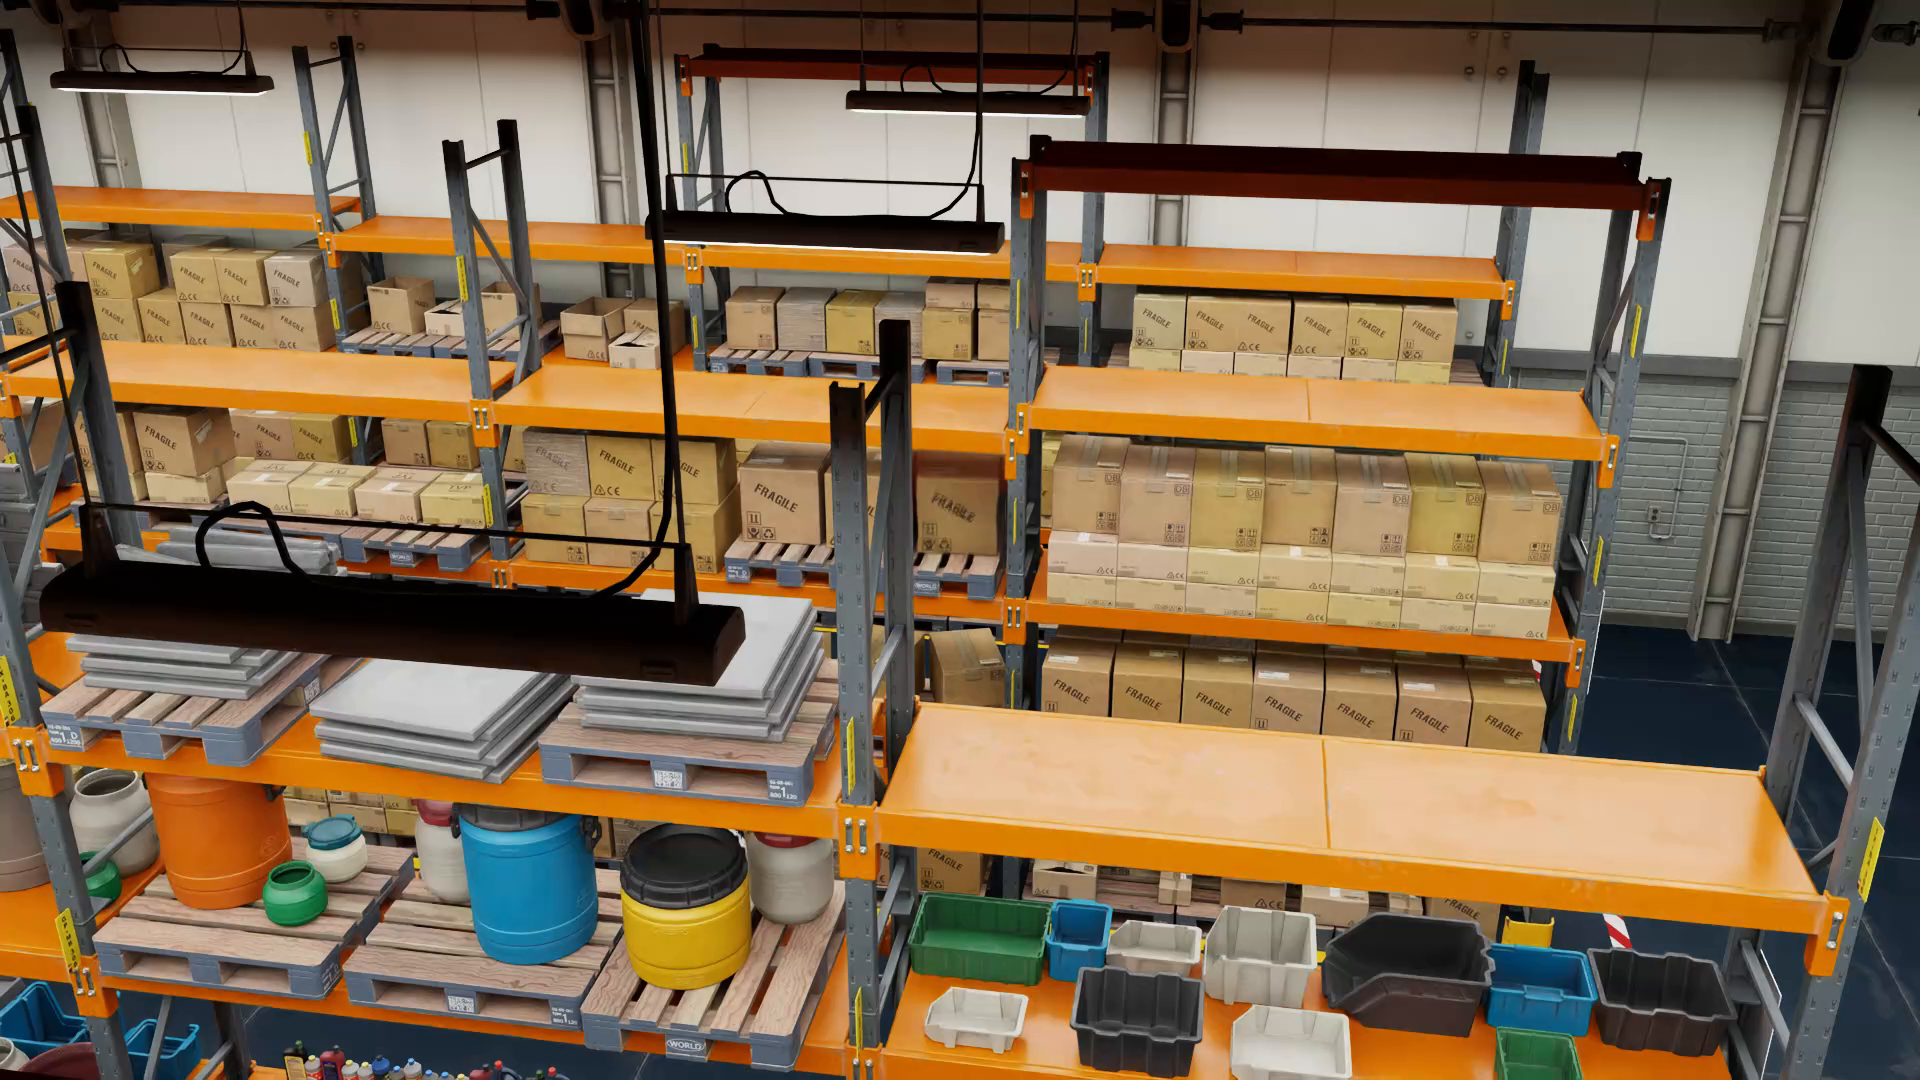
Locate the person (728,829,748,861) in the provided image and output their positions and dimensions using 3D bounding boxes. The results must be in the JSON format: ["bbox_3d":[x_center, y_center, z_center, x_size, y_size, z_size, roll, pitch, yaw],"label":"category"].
[{"bbox_3d":[-1.709,2.487,11.904,0.562,1.618,0.529,9,25,21],"label":"person"}]
